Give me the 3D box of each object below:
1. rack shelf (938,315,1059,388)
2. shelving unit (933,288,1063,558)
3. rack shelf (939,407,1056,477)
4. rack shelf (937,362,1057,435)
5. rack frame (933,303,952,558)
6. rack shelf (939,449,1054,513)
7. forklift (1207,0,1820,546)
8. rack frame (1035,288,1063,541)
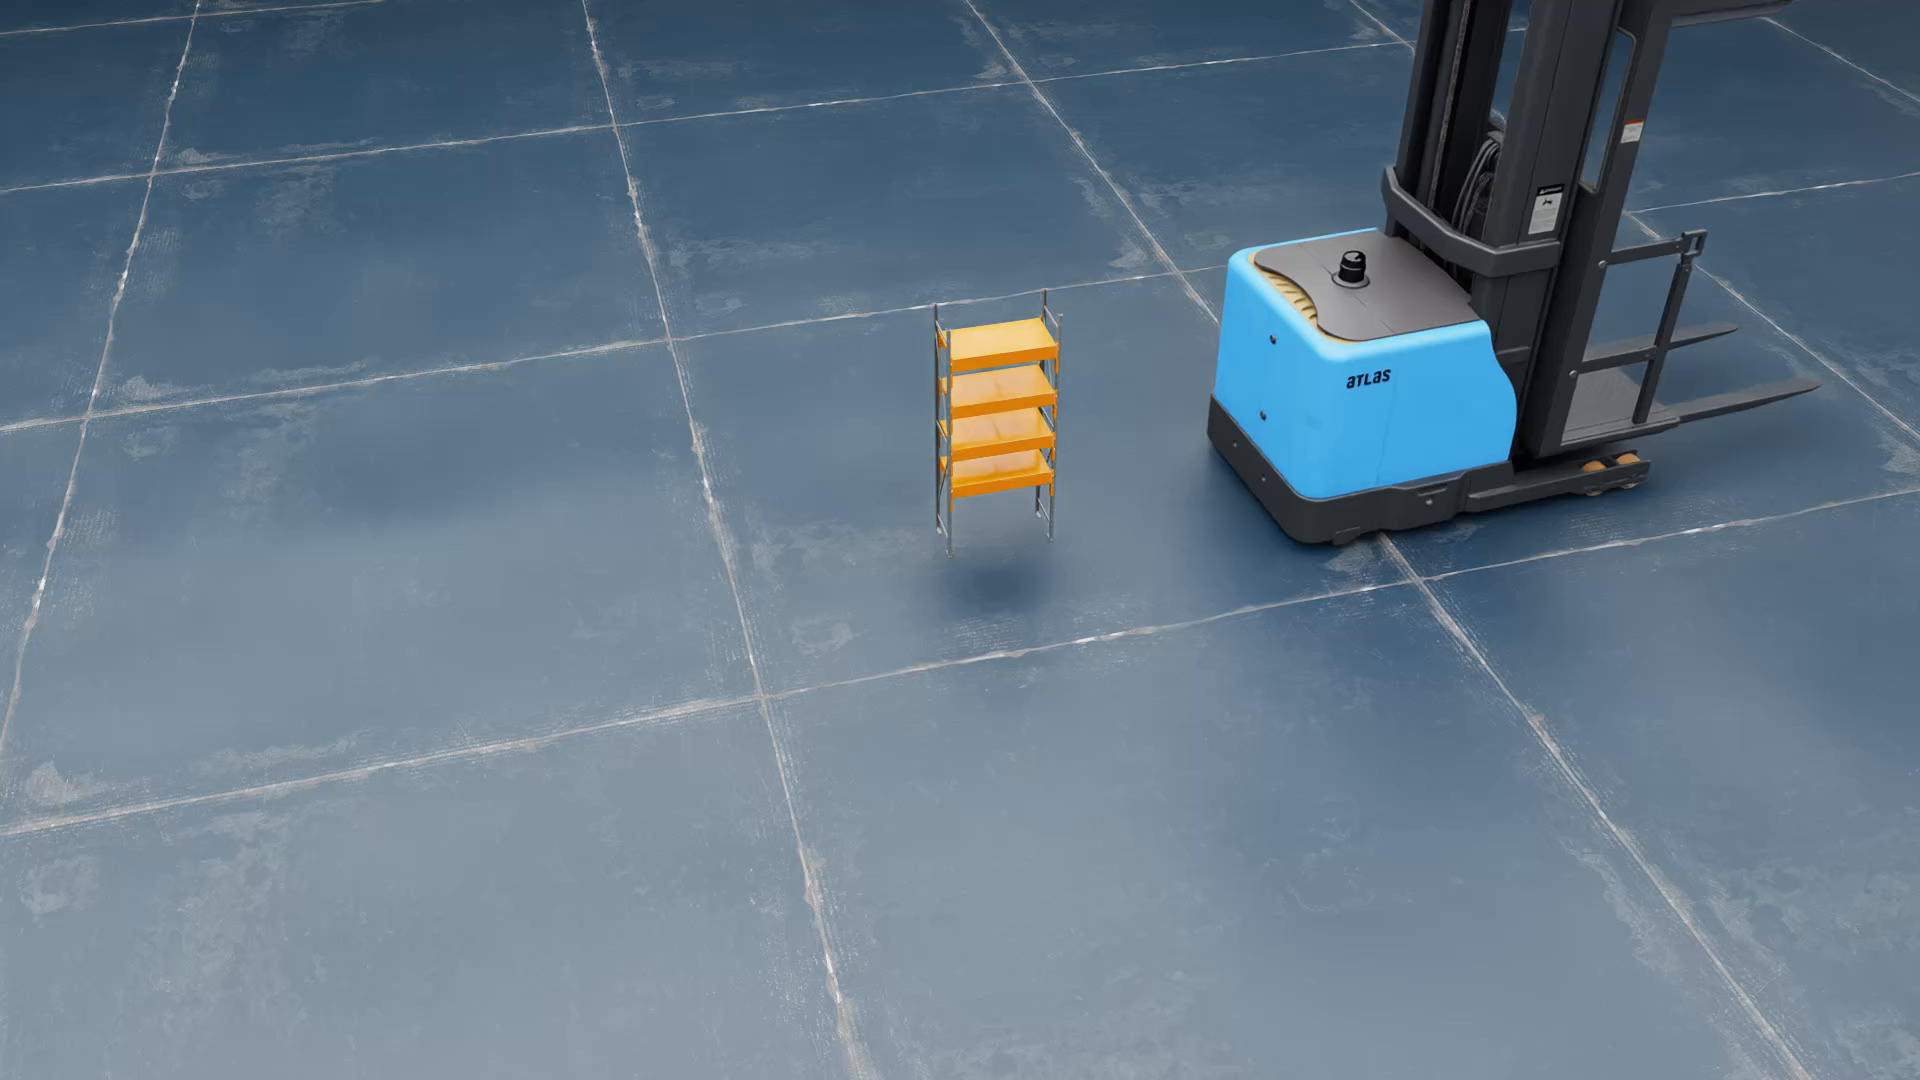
[{"bbox_3d":[0.160,-0.815,7.181,0.480,0.148,0.258,-9,38,-12],"label":"rack shelf"},{"bbox_3d":[0.160,-0.503,7.420,0.503,1.200,0.258,-9,38,-12],"label":"shelving unit"},{"bbox_3d":[0.160,-0.449,7.461,0.480,0.148,0.258,-9,38,-12],"label":"rack shelf"},{"bbox_3d":[0.160,-0.627,7.325,0.480,0.148,0.258,-9,38,-12],"label":"rack shelf"},{"bbox_3d":[-0.076,-0.464,7.369,0.015,1.200,0.240,-9,38,-12],"label":"rack frame"},{"bbox_3d":[0.160,-0.292,7.581,0.480,0.148,0.258,-9,38,-12],"label":"rack shelf"},{"bbox_3d":[2.810,-1.669,7.520,3.031,2.935,1.130,-12,39,-15],"label":"forklift"},{"bbox_3d":[0.395,-0.541,7.470,0.015,1.200,0.240,-9,38,-12],"label":"rack frame"}]
